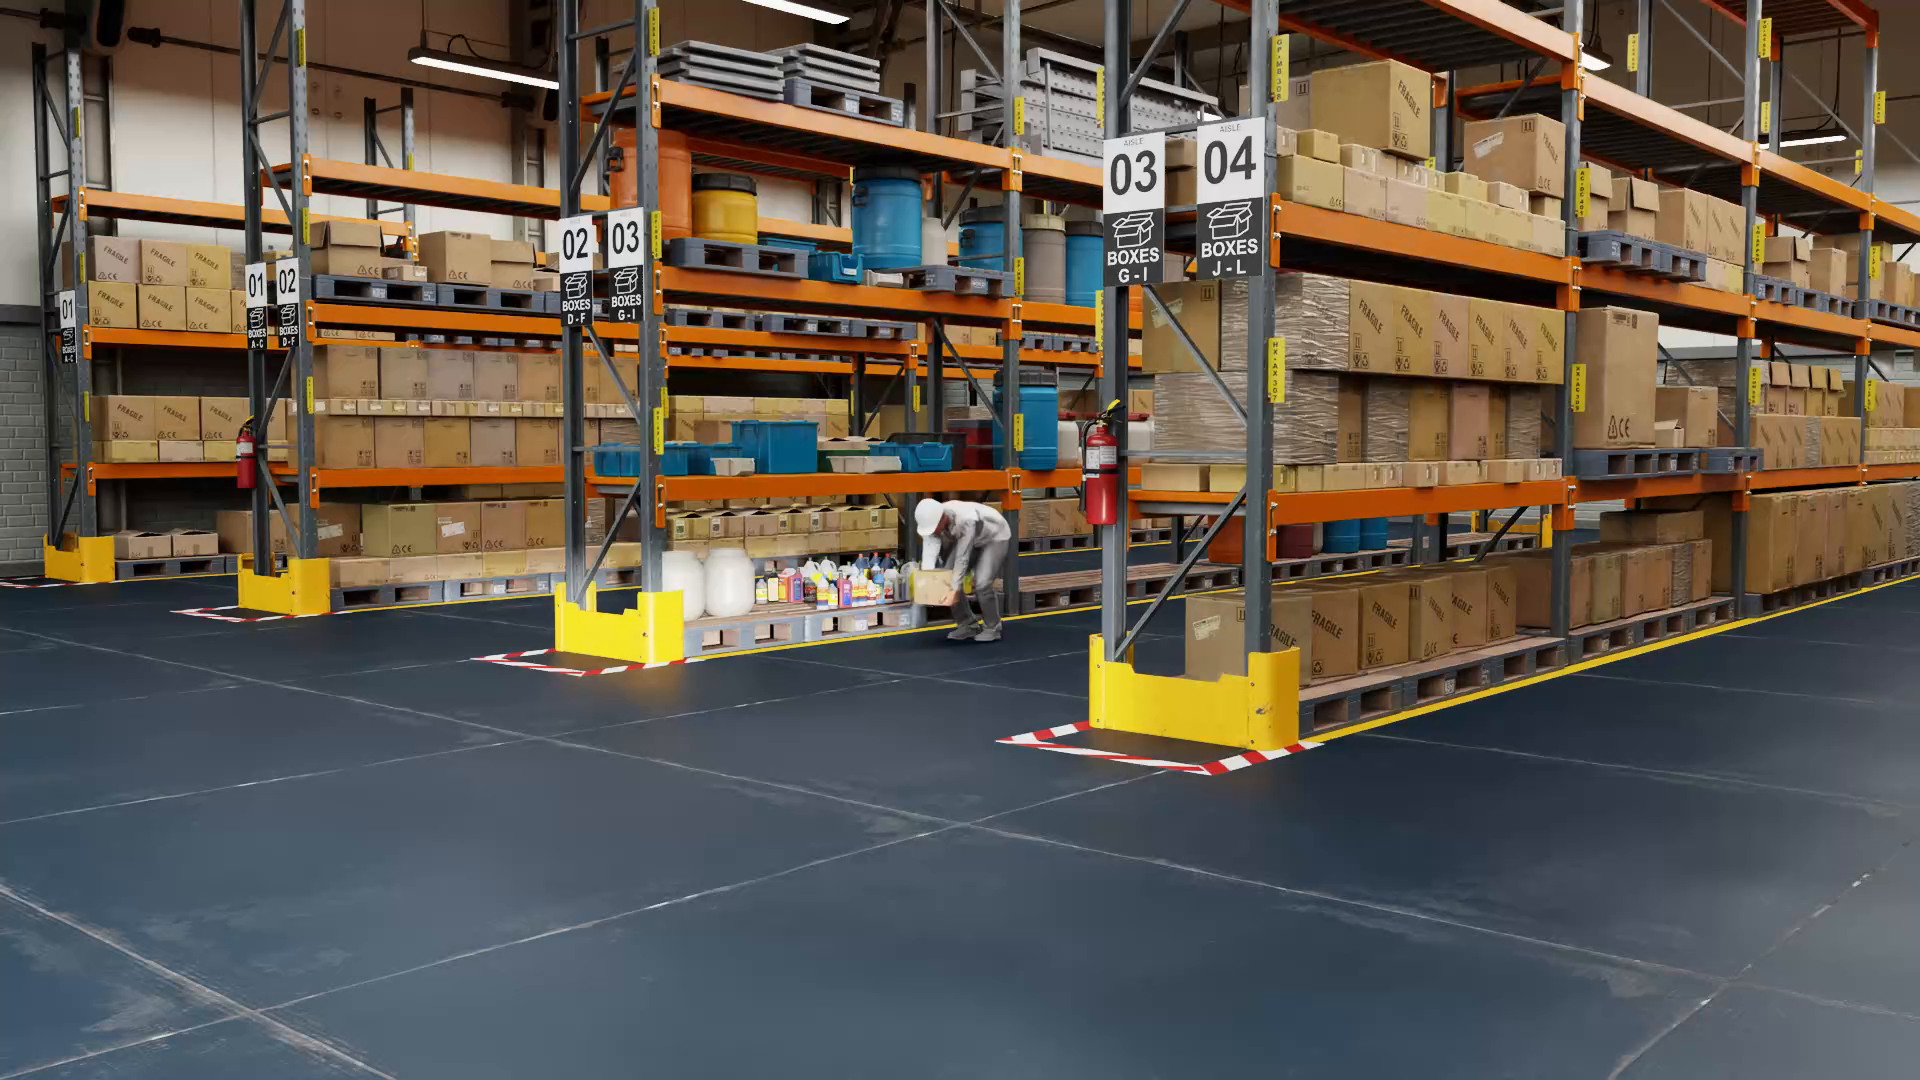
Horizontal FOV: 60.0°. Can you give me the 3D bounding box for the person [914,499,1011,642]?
[{"bbox_3d":[-0.007,0.234,12.922,0.496,1.132,0.992,3,4,38],"label":"person"}]
